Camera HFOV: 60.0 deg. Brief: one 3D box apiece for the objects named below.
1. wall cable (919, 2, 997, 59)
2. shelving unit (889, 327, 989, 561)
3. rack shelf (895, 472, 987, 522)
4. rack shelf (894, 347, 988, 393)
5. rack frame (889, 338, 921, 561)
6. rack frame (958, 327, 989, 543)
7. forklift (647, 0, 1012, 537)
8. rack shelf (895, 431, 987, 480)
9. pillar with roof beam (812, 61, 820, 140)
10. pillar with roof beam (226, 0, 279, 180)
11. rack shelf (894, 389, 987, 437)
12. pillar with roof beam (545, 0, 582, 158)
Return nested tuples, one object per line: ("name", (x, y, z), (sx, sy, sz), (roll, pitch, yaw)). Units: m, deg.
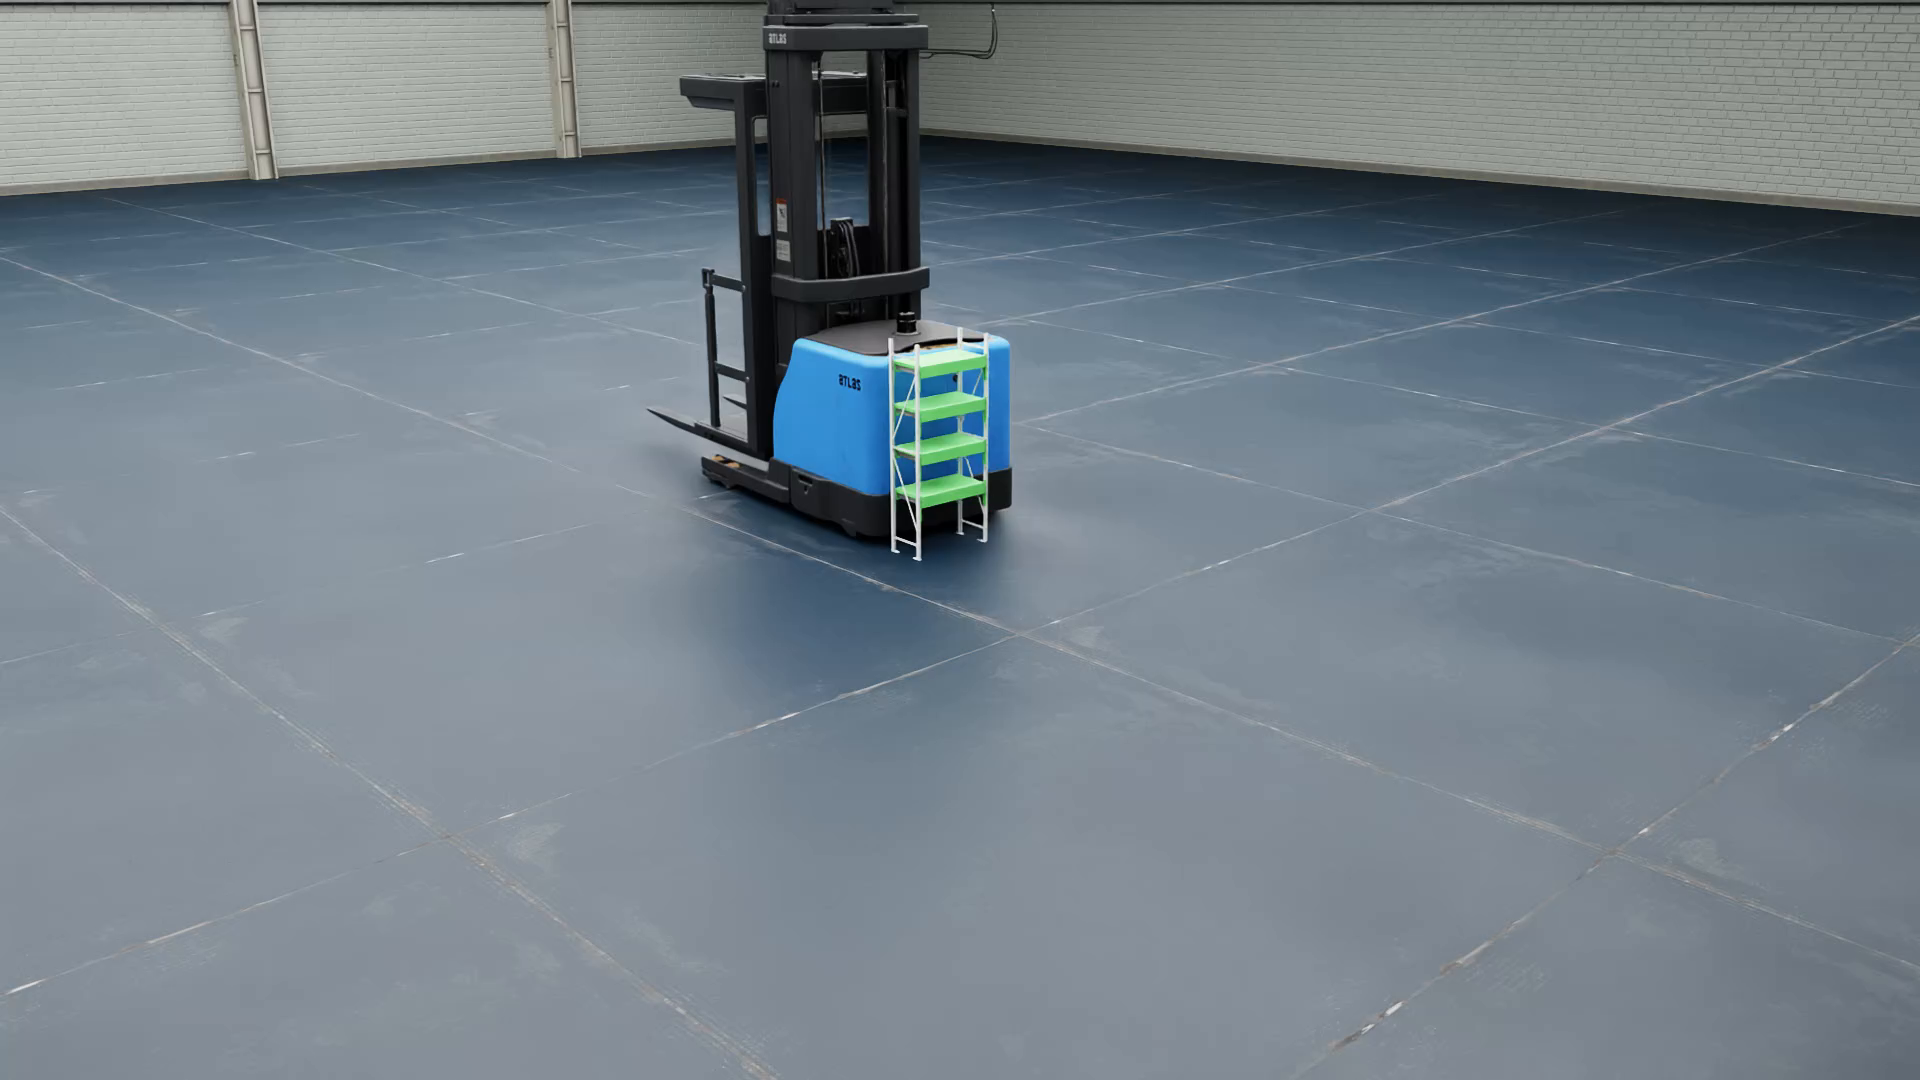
("wall cable", (-0.287, -11.936, 36.742), (0.112, 2.526, 3.097), (-16, 24, -41))
("shelving unit", (-0.113, -0.533, 9.183), (0.503, 1.200, 0.258), (-15, 23, -38))
("rack shelf", (-0.113, -0.244, 9.277), (0.480, 0.148, 0.258), (-15, 23, -38))
("rack shelf", (-0.113, -0.929, 9.055), (0.480, 0.148, 0.258), (-15, 23, -38))
("rack frame", (-0.298, -0.484, 9.032), (0.015, 1.200, 0.240), (-15, 23, -38))
("rack frame", (0.072, -0.582, 9.334), (0.015, 1.200, 0.240), (-15, 23, -38))
("forklift", (-0.994, -1.799, 10.282), (1.130, 2.935, 3.031), (-14, 22, -36))
("rack shelf", (-0.113, -0.472, 9.203), (0.480, 0.148, 0.258), (-15, 23, -38))
("pillar with roof beam", (-0.378, -12.120, 32.277), (0.400, 9.000, 9.100), (-16, 24, -41))
("pillar with roof beam", (-9.098, -9.578, 24.434), (0.400, 9.000, 9.100), (-16, 24, -41))
("rack shelf", (-0.113, -0.700, 9.129), (0.480, 0.148, 0.258), (-15, 23, -38))
("pillar with roof beam", (-4.738, -10.849, 28.355), (0.400, 9.000, 9.100), (-16, 24, -41))
